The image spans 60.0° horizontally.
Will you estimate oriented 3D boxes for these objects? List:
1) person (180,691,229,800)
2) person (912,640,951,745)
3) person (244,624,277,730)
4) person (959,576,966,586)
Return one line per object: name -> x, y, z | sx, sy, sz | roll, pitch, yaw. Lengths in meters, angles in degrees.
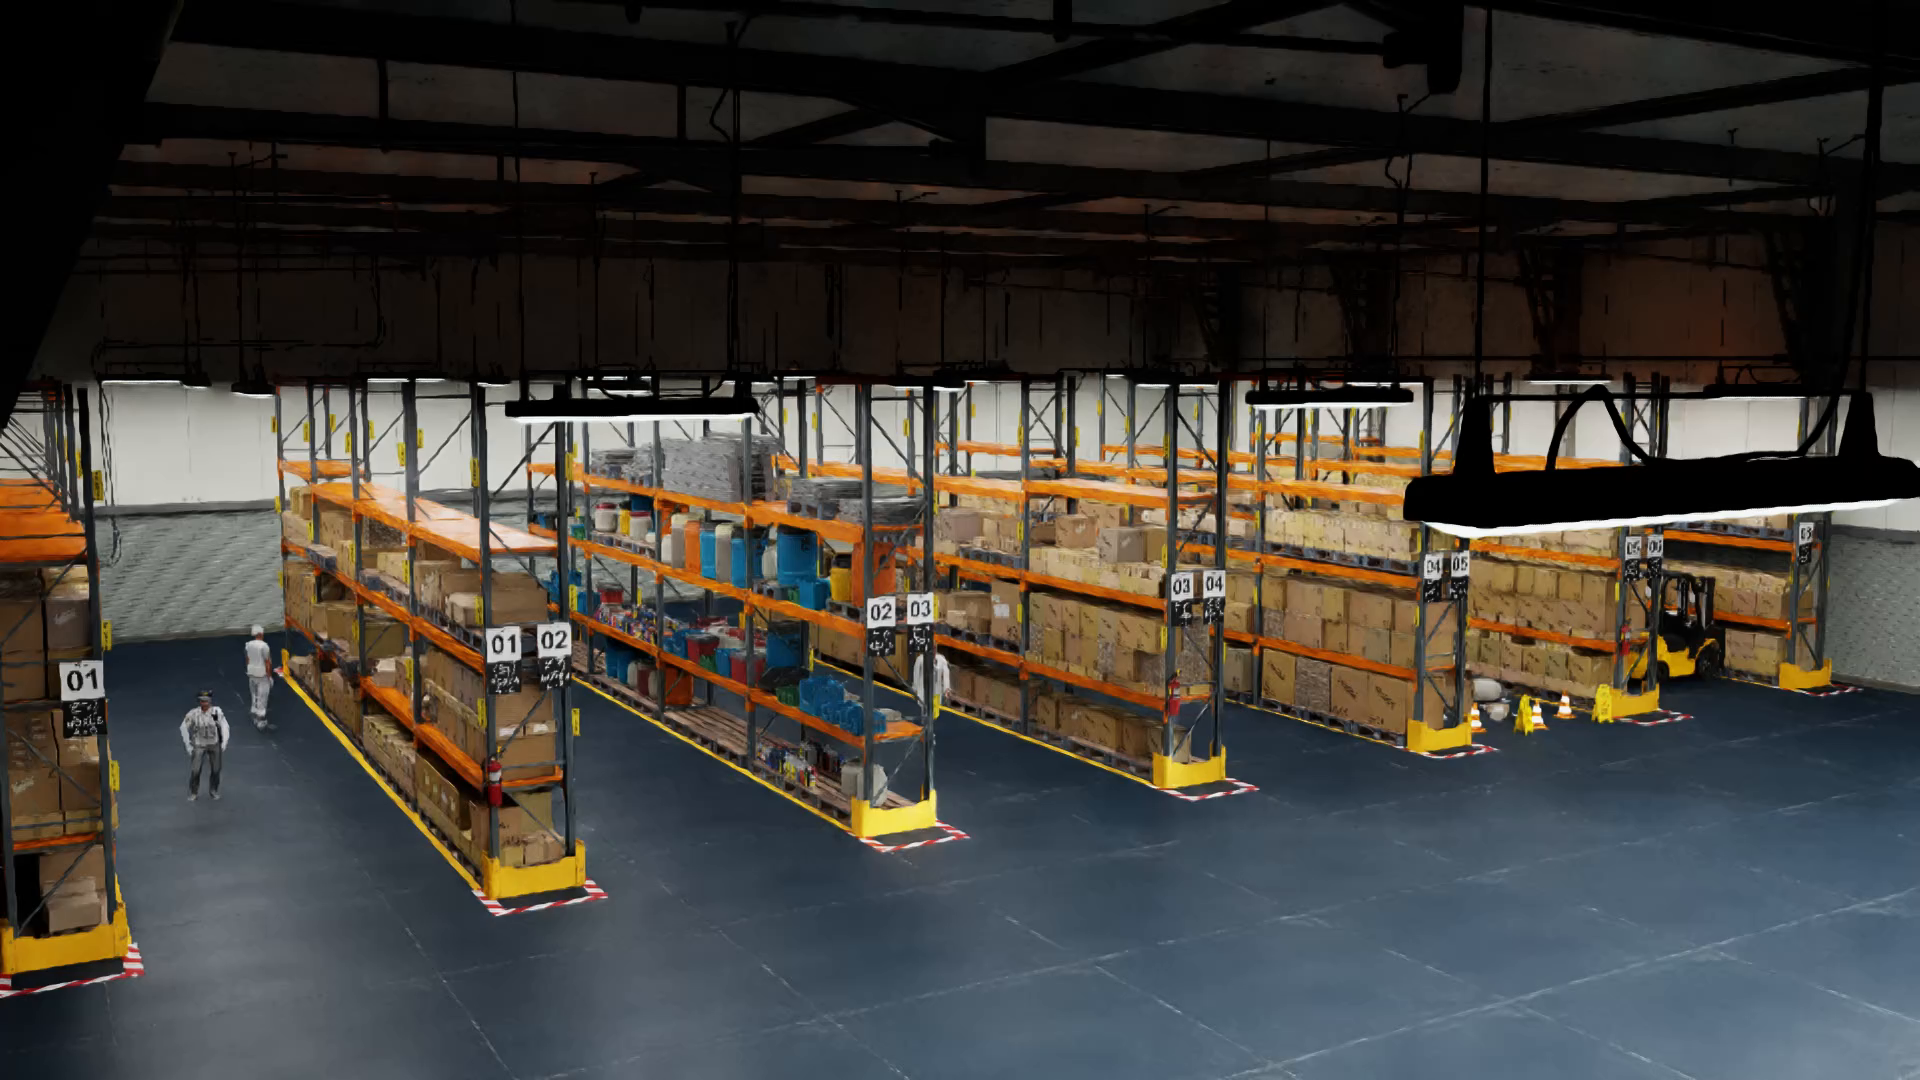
person -> -10.801, 2.927, 23.805 | 0.639, 1.632, 0.512 | -4, 7, -31
person -> -0.457, 2.476, 27.324 | 0.571, 1.714, 1.103 | -2, 7, -21
person -> -11.925, 2.320, 28.399 | 0.605, 1.789, 0.446 | 3, 7, 29
person -> -0.089, 0.537, 45.463 | 0.517, 1.661, 0.512 | 1, 6, 7
